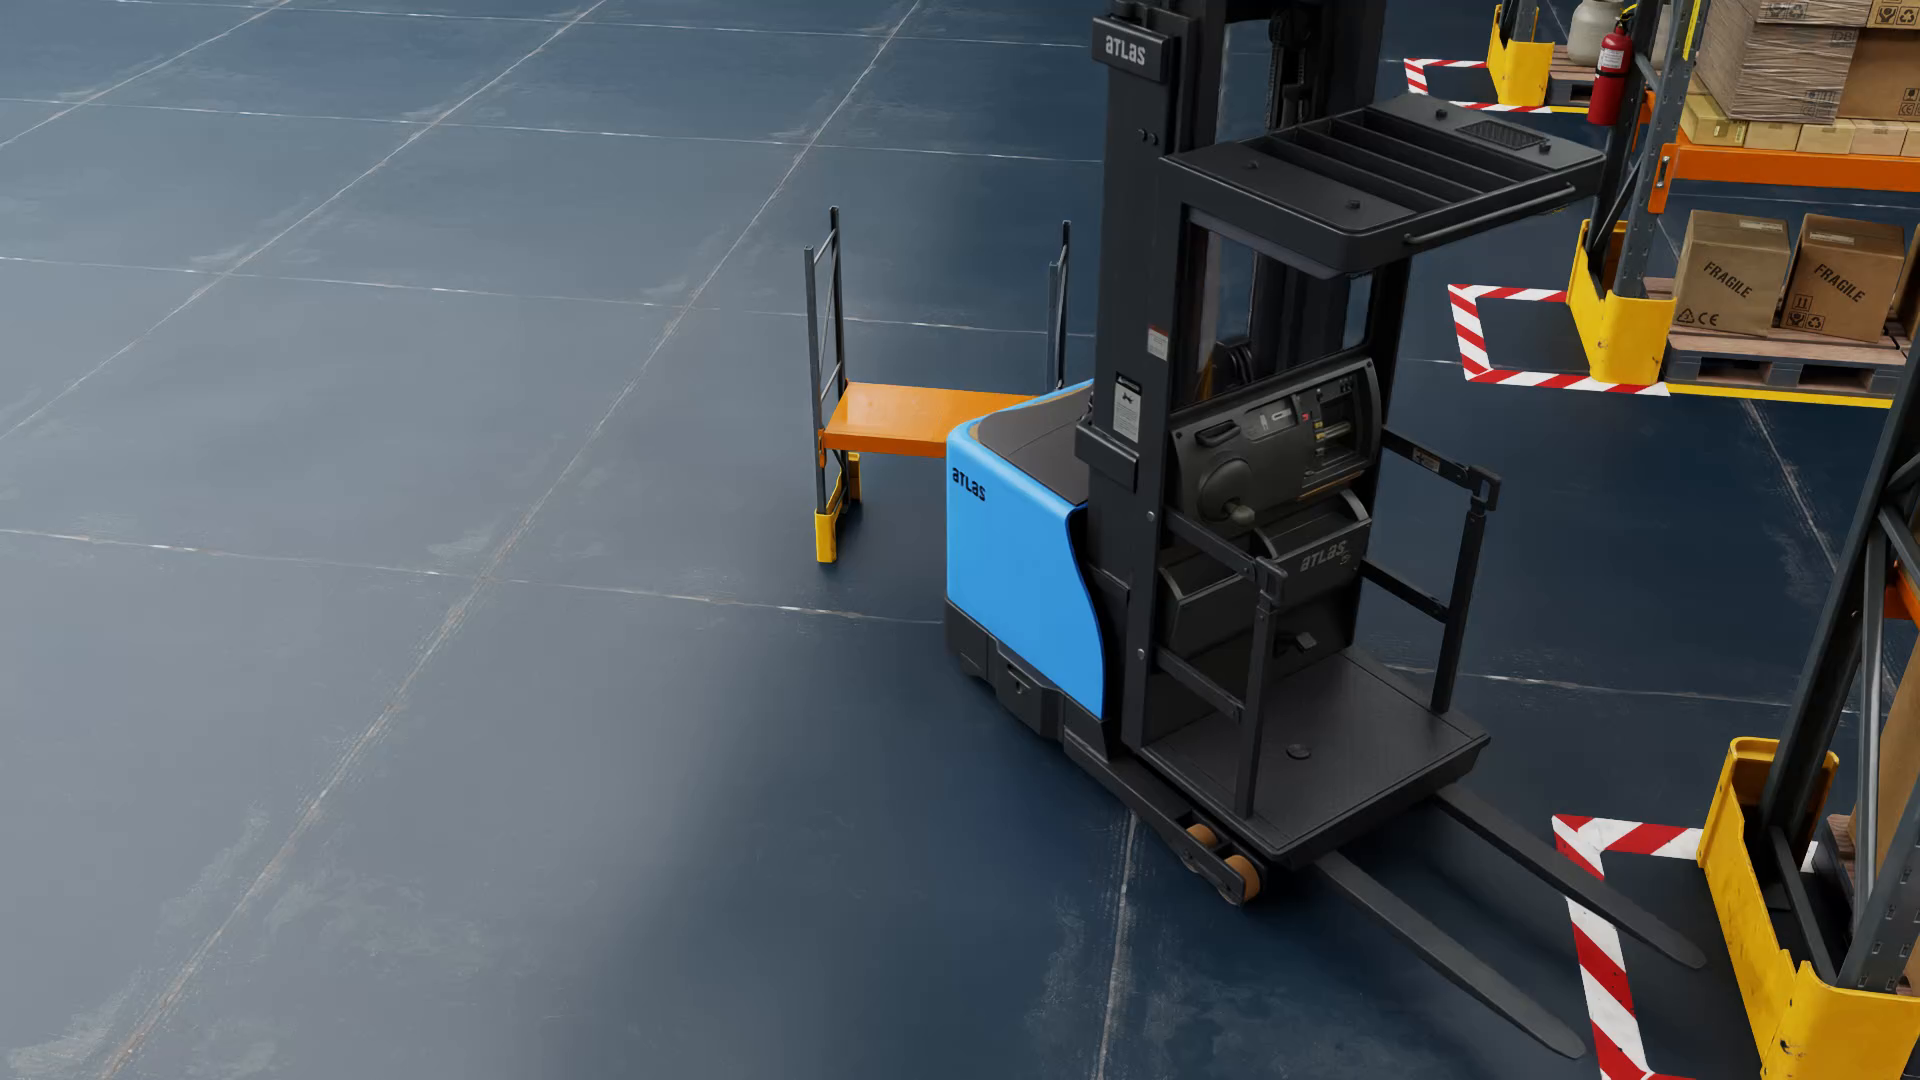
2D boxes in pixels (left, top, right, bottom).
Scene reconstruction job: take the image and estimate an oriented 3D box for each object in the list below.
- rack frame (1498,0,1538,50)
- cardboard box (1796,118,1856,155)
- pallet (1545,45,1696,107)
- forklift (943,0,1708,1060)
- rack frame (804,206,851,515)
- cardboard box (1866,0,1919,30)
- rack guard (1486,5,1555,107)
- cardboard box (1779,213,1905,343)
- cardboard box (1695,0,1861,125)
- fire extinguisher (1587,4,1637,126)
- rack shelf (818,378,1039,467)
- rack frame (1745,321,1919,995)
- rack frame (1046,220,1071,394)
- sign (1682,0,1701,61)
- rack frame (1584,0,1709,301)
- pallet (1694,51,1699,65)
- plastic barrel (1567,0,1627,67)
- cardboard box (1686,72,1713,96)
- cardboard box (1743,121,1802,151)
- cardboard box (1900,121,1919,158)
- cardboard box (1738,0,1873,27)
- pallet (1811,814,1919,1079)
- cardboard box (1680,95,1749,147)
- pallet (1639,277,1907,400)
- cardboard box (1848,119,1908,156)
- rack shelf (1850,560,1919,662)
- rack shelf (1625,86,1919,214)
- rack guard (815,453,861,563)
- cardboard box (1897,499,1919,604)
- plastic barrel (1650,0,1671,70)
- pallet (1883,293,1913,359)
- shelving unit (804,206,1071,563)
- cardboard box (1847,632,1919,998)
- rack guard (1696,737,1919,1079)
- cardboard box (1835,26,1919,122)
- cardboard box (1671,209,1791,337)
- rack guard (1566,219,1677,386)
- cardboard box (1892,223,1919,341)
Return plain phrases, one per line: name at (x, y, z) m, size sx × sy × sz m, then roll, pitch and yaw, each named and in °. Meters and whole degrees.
rack frame at (4.505, -5.027, 12.955) m, size 0.127 × 3.000 × 1.000 m, roll 5°, pitch 32°, yaw 8°
cardboard box at (4.400, -2.118, 8.543) m, size 0.250 × 0.149 × 0.380 m, roll 5°, pitch 32°, yaw 8°
pallet at (5.388, -3.788, 13.603) m, size 1.213 × 0.211 × 1.003 m, roll 5°, pitch 32°, yaw 8°
forklift at (1.198, -0.281, 5.436) m, size 1.130 × 2.935 × 3.031 m, roll -21°, pitch 38°, yaw -30°
rack frame at (-0.585, -0.689, 7.437) m, size 0.032 × 1.500 × 0.500 m, roll 5°, pitch 32°, yaw 8°
cardboard box at (4.660, -2.789, 8.062) m, size 0.500 × 0.500 × 0.500 m, roll 5°, pitch 32°, yaw 8°
rack guard at (4.588, -3.986, 13.646) m, size 0.348 × 0.500 × 1.175 m, roll 5°, pitch 32°, yaw 8°
cardboard box at (4.880, -1.455, 9.208) m, size 0.500 × 0.500 × 0.500 m, roll 14°, pitch 35°, yaw 21°
cardboard box at (4.210, -2.542, 8.609) m, size 0.500 × 0.500 × 0.875 m, roll 5°, pitch 32°, yaw 8°
fire extinguisher at (3.637, -2.655, 9.238) m, size 0.183 × 0.674 × 0.296 m, roll 5°, pitch 32°, yaw 8°
rack shelf at (-0.084, -0.491, 7.460) m, size 1.000 × 0.185 × 0.538 m, roll 5°, pitch 32°, yaw 8°
rack frame at (2.738, 0.148, 4.686) m, size 0.127 × 3.000 × 1.000 m, roll 5°, pitch 32°, yaw 8°
rack frame at (0.417, -0.598, 7.292) m, size 0.032 × 1.500 × 0.500 m, roll 5°, pitch 32°, yaw 8°
sign at (3.581, -2.520, 8.133) m, size 0.005 × 0.325 × 0.100 m, roll 5°, pitch 32°, yaw 8°
rack frame at (3.672, -2.437, 8.816) m, size 0.127 × 3.000 × 1.000 m, roll 5°, pitch 32°, yaw 8°
pallet at (6.587, -3.678, 13.427) m, size 1.213 × 0.211 × 1.003 m, roll 5°, pitch 32°, yaw 8°
plastic barrel at (5.167, -4.132, 13.473) m, size 0.421 × 0.512 × 0.421 m, roll 0°, pitch 32°, yaw 0°
cardboard box at (3.988, -2.413, 9.015) m, size 0.250 × 0.149 × 0.380 m, roll 5°, pitch 32°, yaw 8°
cardboard box at (4.156, -2.148, 8.591) m, size 0.250 × 0.149 × 0.380 m, roll 5°, pitch 32°, yaw 8°
cardboard box at (4.895, -2.080, 8.483) m, size 0.250 × 0.149 × 0.380 m, roll 5°, pitch 32°, yaw 8°
cardboard box at (4.168, -2.838, 8.139) m, size 0.500 × 0.500 × 0.500 m, roll 5°, pitch 32°, yaw 8°
pallet at (3.539, 1.361, 5.377) m, size 1.213 × 0.211 × 1.003 m, roll 5°, pitch 32°, yaw 8°
cardboard box at (3.913, -2.180, 8.643) m, size 0.250 × 0.149 × 0.380 m, roll 5°, pitch 32°, yaw 8°
pallet at (4.542, -1.157, 9.400) m, size 1.213 × 0.211 × 1.003 m, roll 5°, pitch 32°, yaw 8°
cardboard box at (4.650, -2.106, 8.525) m, size 0.250 × 0.149 × 0.380 m, roll 5°, pitch 32°, yaw 8°
rack shelf at (4.710, 0.632, 4.592) m, size 4.000 × 0.370 × 1.077 m, roll 5°, pitch 32°, yaw 8°
rack shelf at (5.644, -1.953, 8.722) m, size 4.000 × 0.370 × 1.077 m, roll 5°, pitch 32°, yaw 8°
rack guard at (-0.566, -0.157, 7.766) m, size 0.087 × 0.250 × 0.587 m, roll 5°, pitch 32°, yaw 8°
cardboard box at (3.111, 0.094, 4.631) m, size 0.550 × 0.550 × 0.875 m, roll 5°, pitch 32°, yaw 8°
plastic barrel at (5.661, -4.087, 13.402) m, size 0.421 × 0.512 × 0.421 m, roll 0°, pitch 32°, yaw 0°
pallet at (5.741, -1.047, 9.224) m, size 1.213 × 0.211 × 1.003 m, roll 5°, pitch 32°, yaw 8°
shelving unit at (-0.075, -0.643, 7.363) m, size 1.083 × 1.500 × 0.587 m, roll 5°, pitch 32°, yaw 8°
cardboard box at (3.418, 0.897, 5.097) m, size 0.875 × 0.875 × 0.875 m, roll 5°, pitch 32°, yaw 8°
rack guard at (2.714, 1.206, 5.353) m, size 0.348 × 0.500 × 1.175 m, roll 5°, pitch 32°, yaw 8°
cardboard box at (4.723, -2.560, 8.638) m, size 0.500 × 0.500 × 0.875 m, roll 5°, pitch 32°, yaw 8°
cardboard box at (4.285, -1.491, 9.265) m, size 0.500 × 0.500 × 0.500 m, roll 11°, pitch 34°, yaw 17°
rack guard at (3.747, -1.371, 9.469) m, size 0.348 × 0.500 × 1.175 m, roll 5°, pitch 32°, yaw 8°
cardboard box at (5.494, -1.390, 9.103) m, size 0.500 × 0.500 × 0.500 m, roll 8°, pitch 33°, yaw 13°
